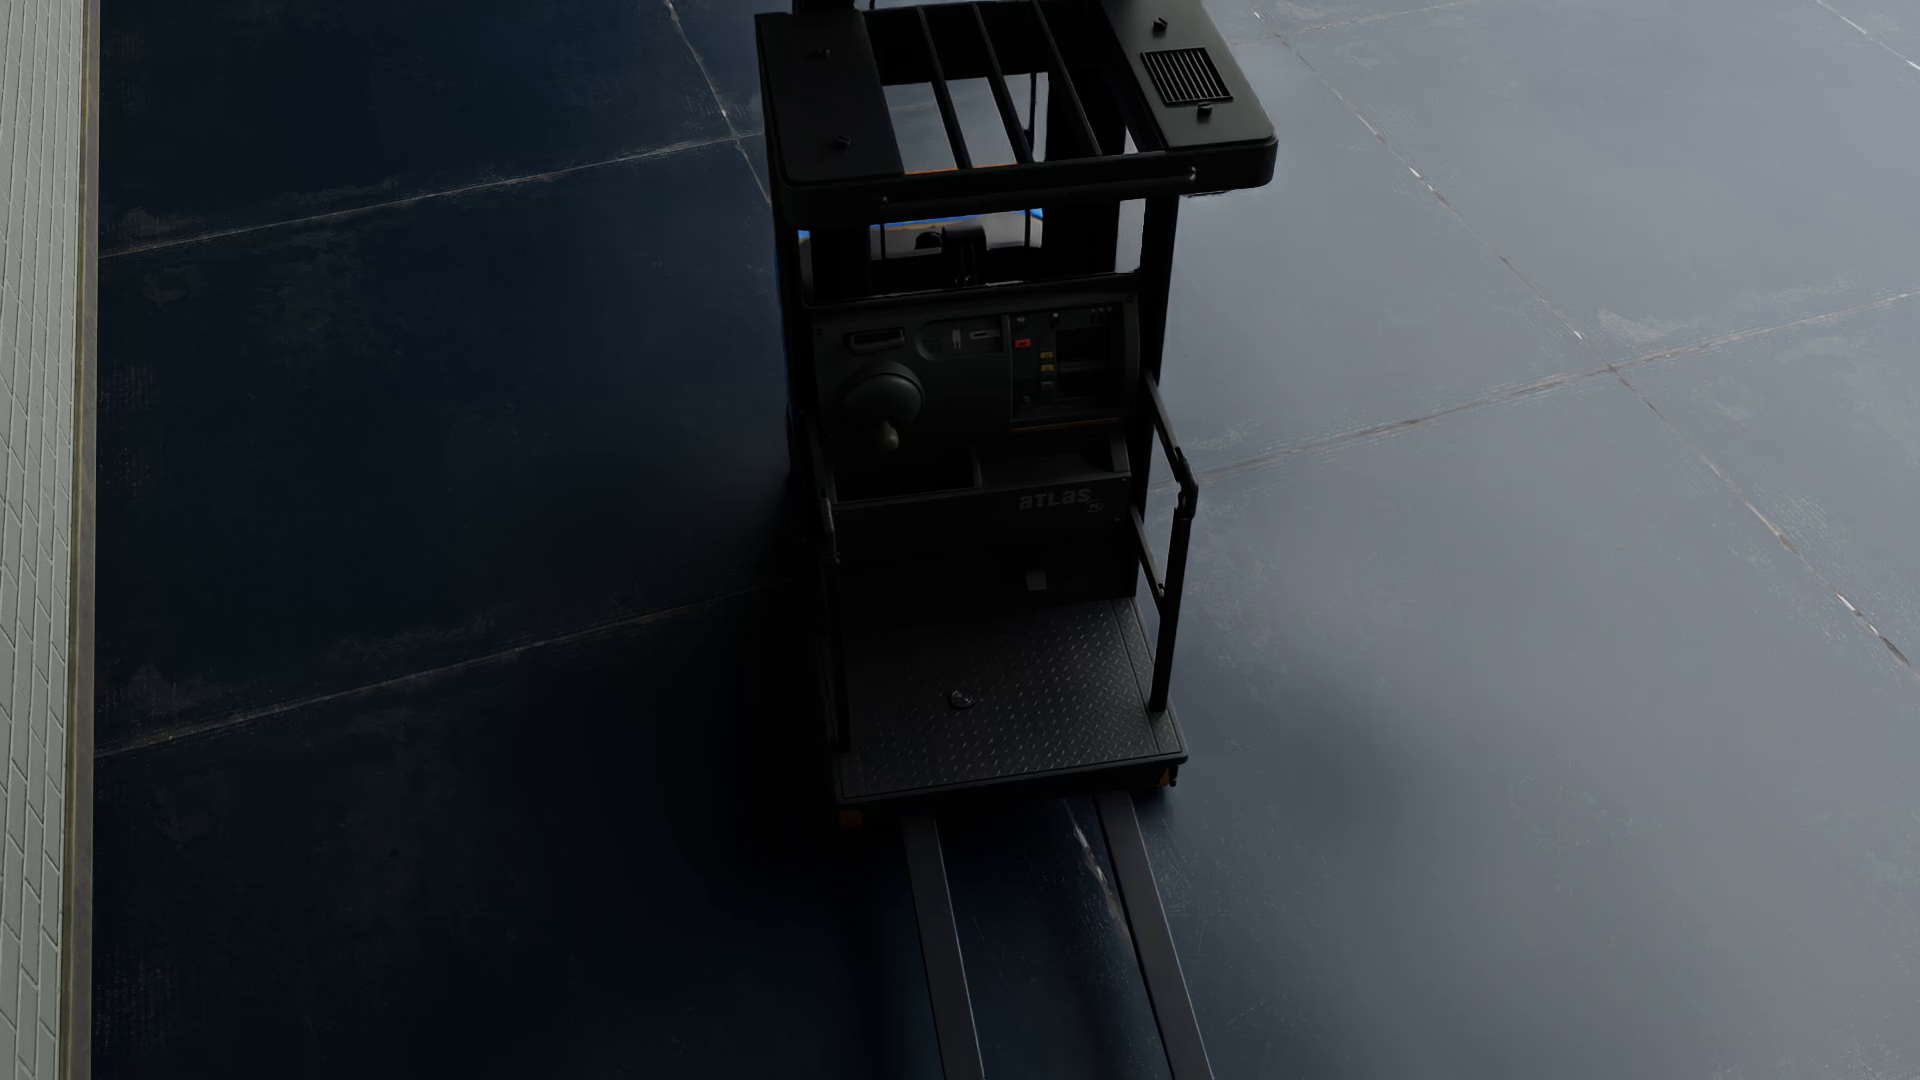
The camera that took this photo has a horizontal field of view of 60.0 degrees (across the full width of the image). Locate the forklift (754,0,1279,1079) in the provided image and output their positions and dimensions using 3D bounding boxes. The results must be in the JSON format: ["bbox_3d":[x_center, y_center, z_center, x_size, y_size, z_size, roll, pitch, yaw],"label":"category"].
[{"bbox_3d":[0.089,-0.389,4.569,1.130,2.935,3.031,-7,46,-7],"label":"forklift"}]

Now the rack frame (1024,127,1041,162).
[{"bbox_3d":[0.260,-0.994,6.393,0.015,1.200,0.240,-7,45,-7],"label":"rack frame"}]

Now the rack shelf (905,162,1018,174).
[{"bbox_3d":[0.019,-1.242,6.086,0.480,0.148,0.258,-7,45,-7],"label":"rack shelf"}]

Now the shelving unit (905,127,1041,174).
[{"bbox_3d":[0.019,-0.965,6.364,0.503,1.200,0.258,-7,45,-7],"label":"shelving unit"}]
